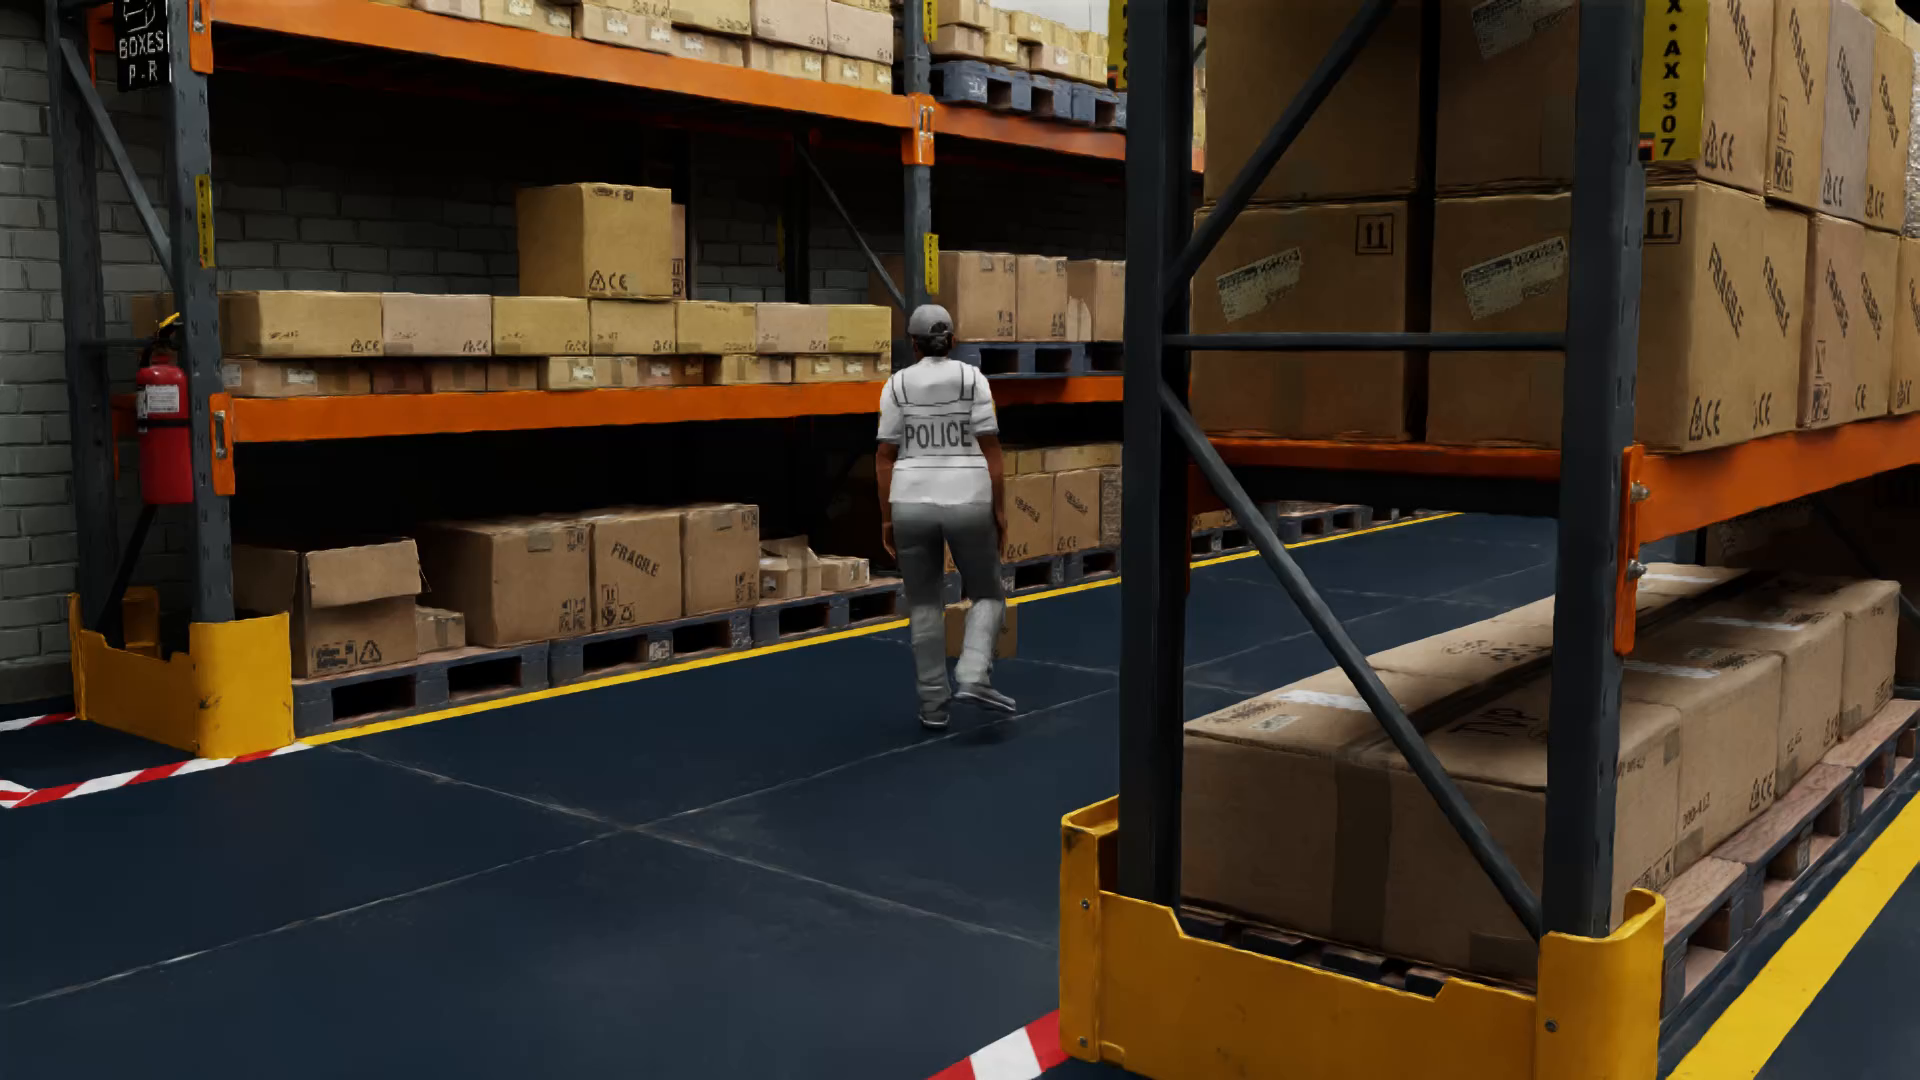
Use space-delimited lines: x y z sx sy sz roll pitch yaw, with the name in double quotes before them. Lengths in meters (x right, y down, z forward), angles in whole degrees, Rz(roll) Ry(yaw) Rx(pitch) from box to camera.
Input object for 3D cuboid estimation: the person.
"person" -0.053 -0.088 6.471 0.556 1.655 0.576 0 7 3
